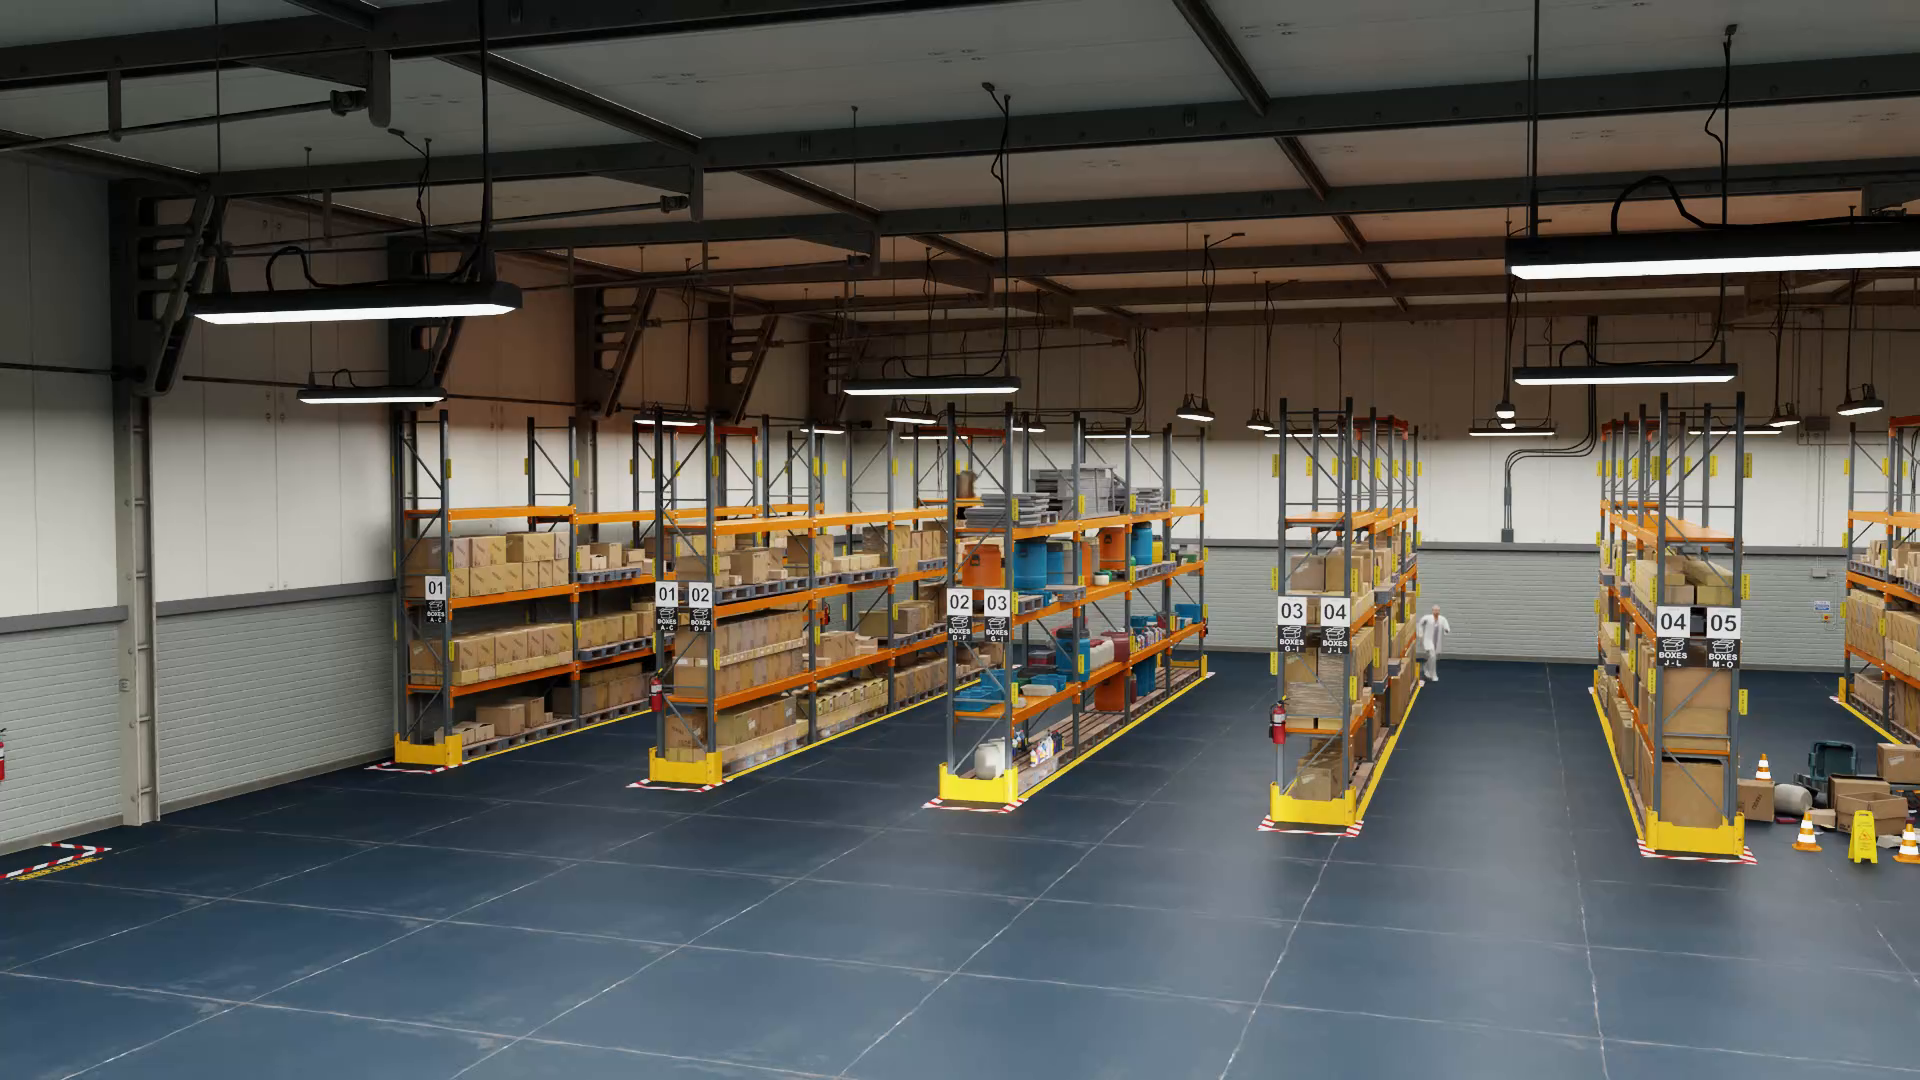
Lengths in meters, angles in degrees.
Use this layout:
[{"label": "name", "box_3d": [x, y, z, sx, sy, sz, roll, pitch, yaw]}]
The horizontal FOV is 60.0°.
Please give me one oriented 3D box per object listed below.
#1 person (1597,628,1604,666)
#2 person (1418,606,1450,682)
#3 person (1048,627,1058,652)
[{"label": "person", "box_3d": [15.155, 2.595, 38.918, 0.761, 1.494, 0.599, -2, 3, -38]}, {"label": "person", "box_3d": [11.202, 2.422, 39.309, 0.659, 1.767, 1.096, 0, 2, -9]}, {"label": "person", "box_3d": [2.240, 2.665, 35.997, 0.654, 1.607, 1.087, 2, 3, 36]}]
